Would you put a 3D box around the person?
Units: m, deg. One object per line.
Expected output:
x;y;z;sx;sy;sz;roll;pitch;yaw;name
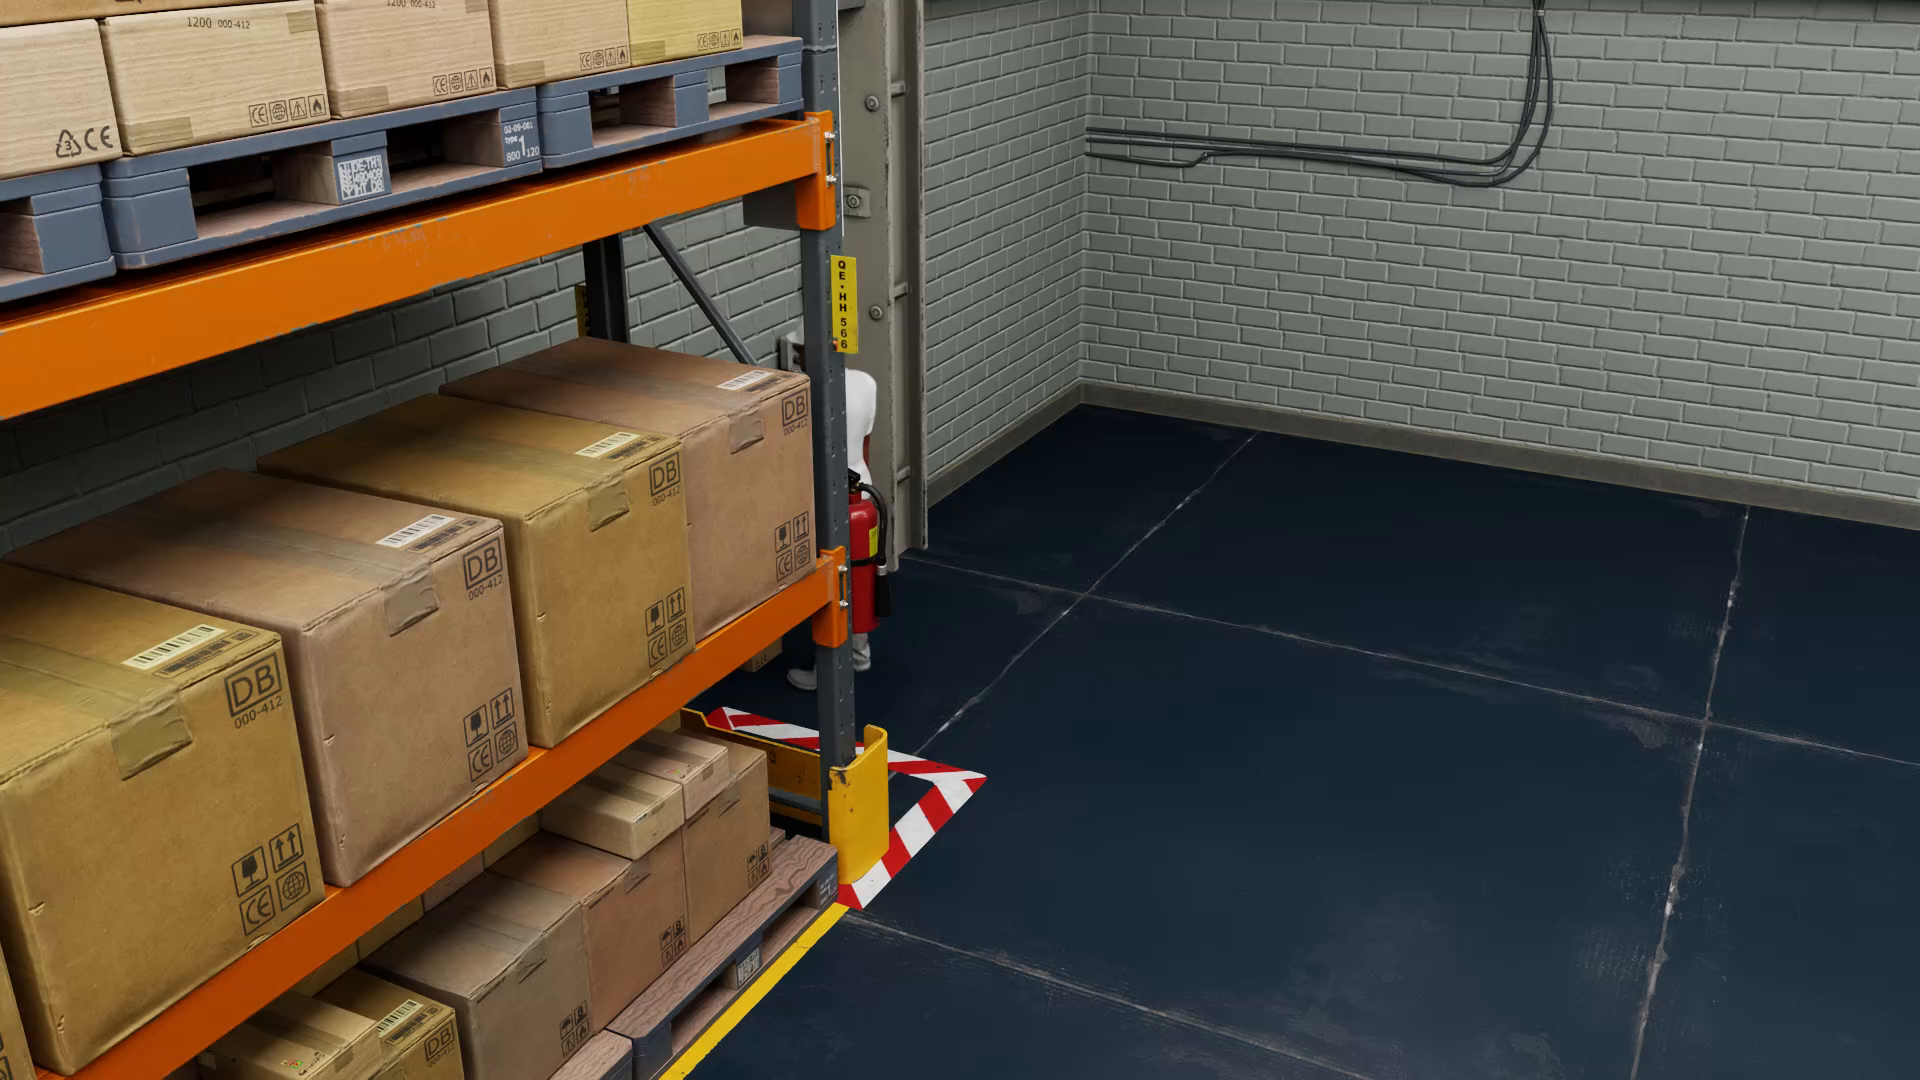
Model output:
-0.608;-0.158;7.455;0.379;1.777;0.562;12;25;26;person
